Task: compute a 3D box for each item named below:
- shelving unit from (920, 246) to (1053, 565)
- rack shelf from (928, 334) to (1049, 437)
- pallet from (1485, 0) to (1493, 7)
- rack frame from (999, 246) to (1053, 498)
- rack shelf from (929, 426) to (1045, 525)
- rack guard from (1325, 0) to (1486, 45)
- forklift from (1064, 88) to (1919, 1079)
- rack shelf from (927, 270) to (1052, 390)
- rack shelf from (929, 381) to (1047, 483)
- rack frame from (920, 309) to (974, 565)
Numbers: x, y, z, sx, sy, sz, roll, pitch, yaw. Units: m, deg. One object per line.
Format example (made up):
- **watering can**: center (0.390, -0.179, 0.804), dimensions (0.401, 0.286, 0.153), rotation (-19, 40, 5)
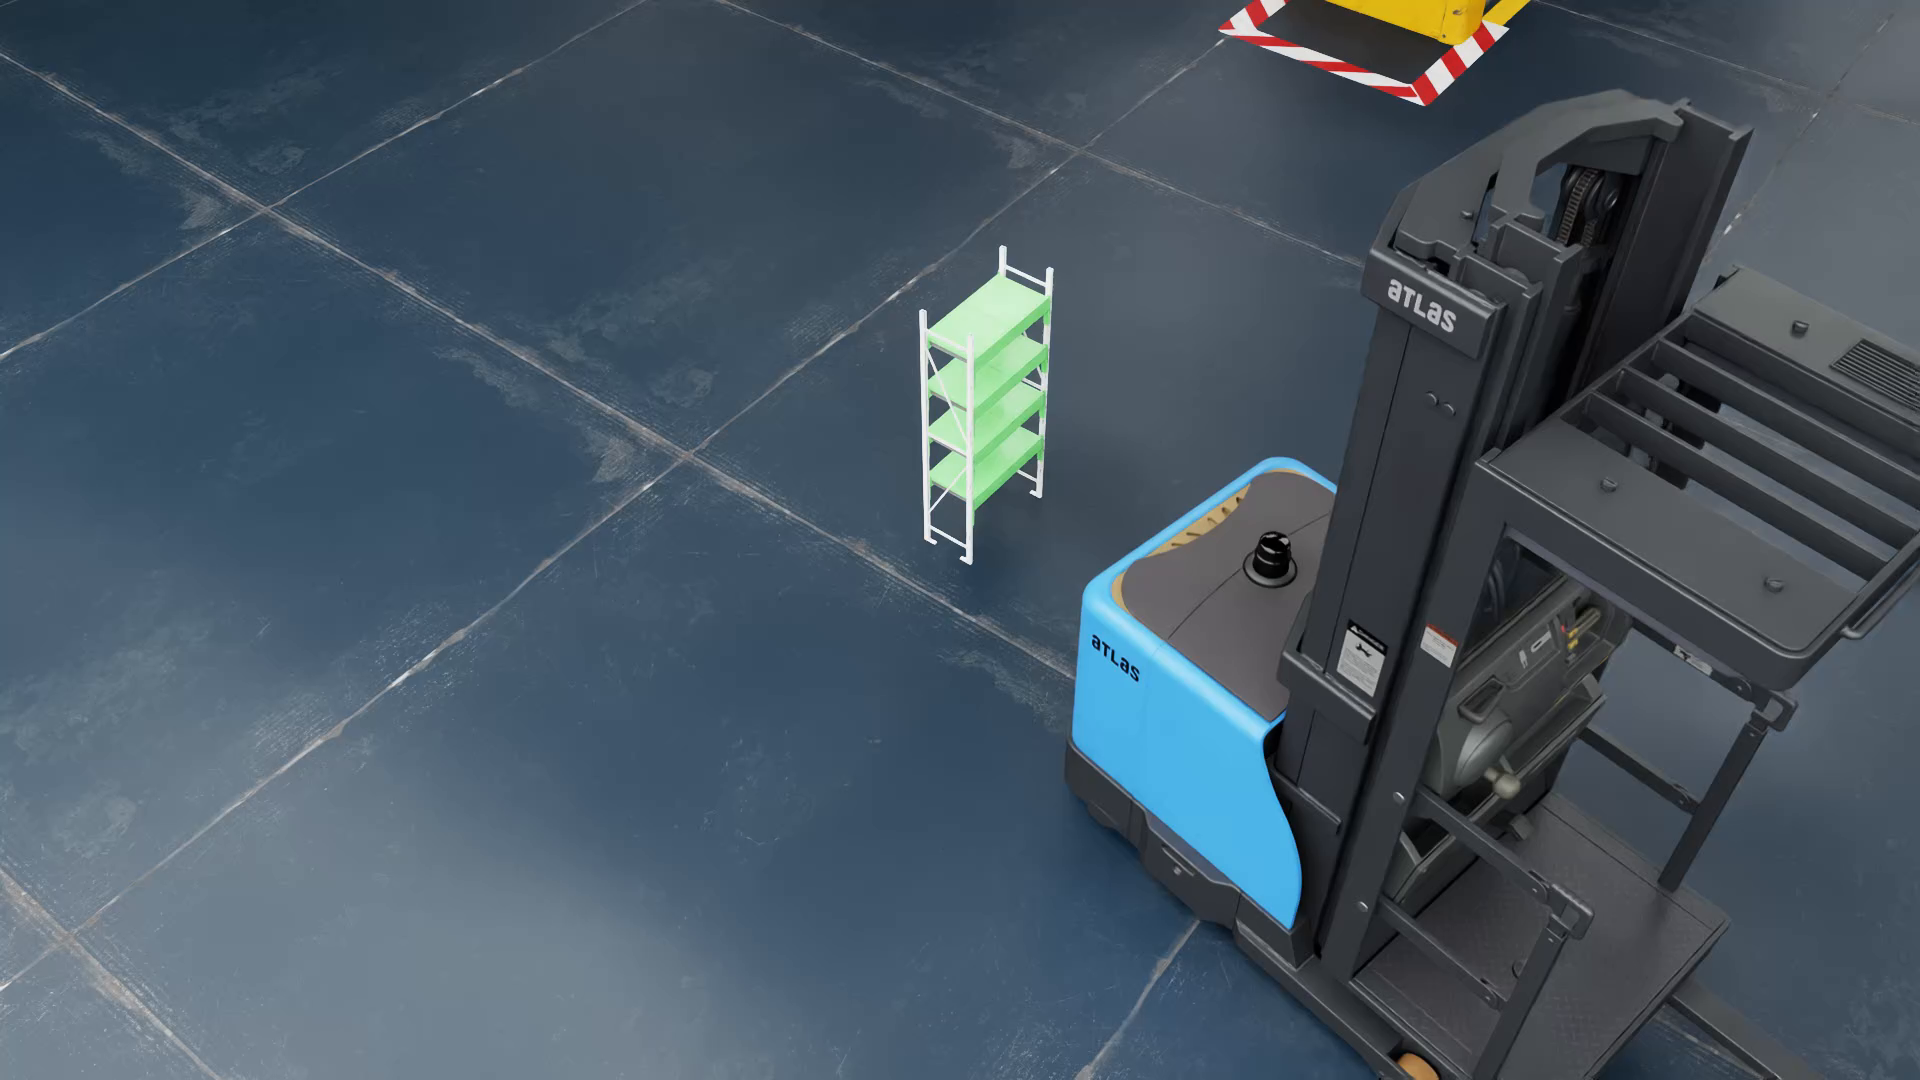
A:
- **shelving unit**: center (0.101, -0.509, 6.571), dimensions (0.258, 1.200, 0.503), rotation (29, 53, 25)
- **rack shelf**: center (0.101, -0.631, 6.444), dimensions (0.258, 0.148, 0.480), rotation (29, 53, 25)
- **pallet**: center (3.029, -3.747, 10.348), dimensions (1.003, 0.211, 1.213), rotation (29, 53, 25)
- **rack frame**: center (0.250, -0.649, 6.705), dimensions (0.240, 1.200, 0.015), rotation (29, 53, 25)
- **rack shelf**: center (0.101, -0.299, 6.791), dimensions (0.258, 0.148, 0.480), rotation (29, 53, 25)
- **rack guard**: center (2.528, -3.384, 9.802), dimensions (1.175, 0.500, 0.348), rotation (29, 53, 25)
- **forklift**: center (1.732, 0.443, 4.465), dimensions (1.130, 2.935, 3.031), rotation (-33, 55, -27)
- **rack shelf**: center (0.101, -0.797, 6.270), dimensions (0.258, 0.148, 0.480), rotation (29, 53, 25)
- **rack shelf**: center (0.101, -0.465, 6.618), dimensions (0.258, 0.148, 0.480), rotation (29, 53, 25)
- **rack frame**: center (-0.048, -0.370, 6.438), dimensions (0.240, 1.200, 0.015), rotation (29, 53, 25)
